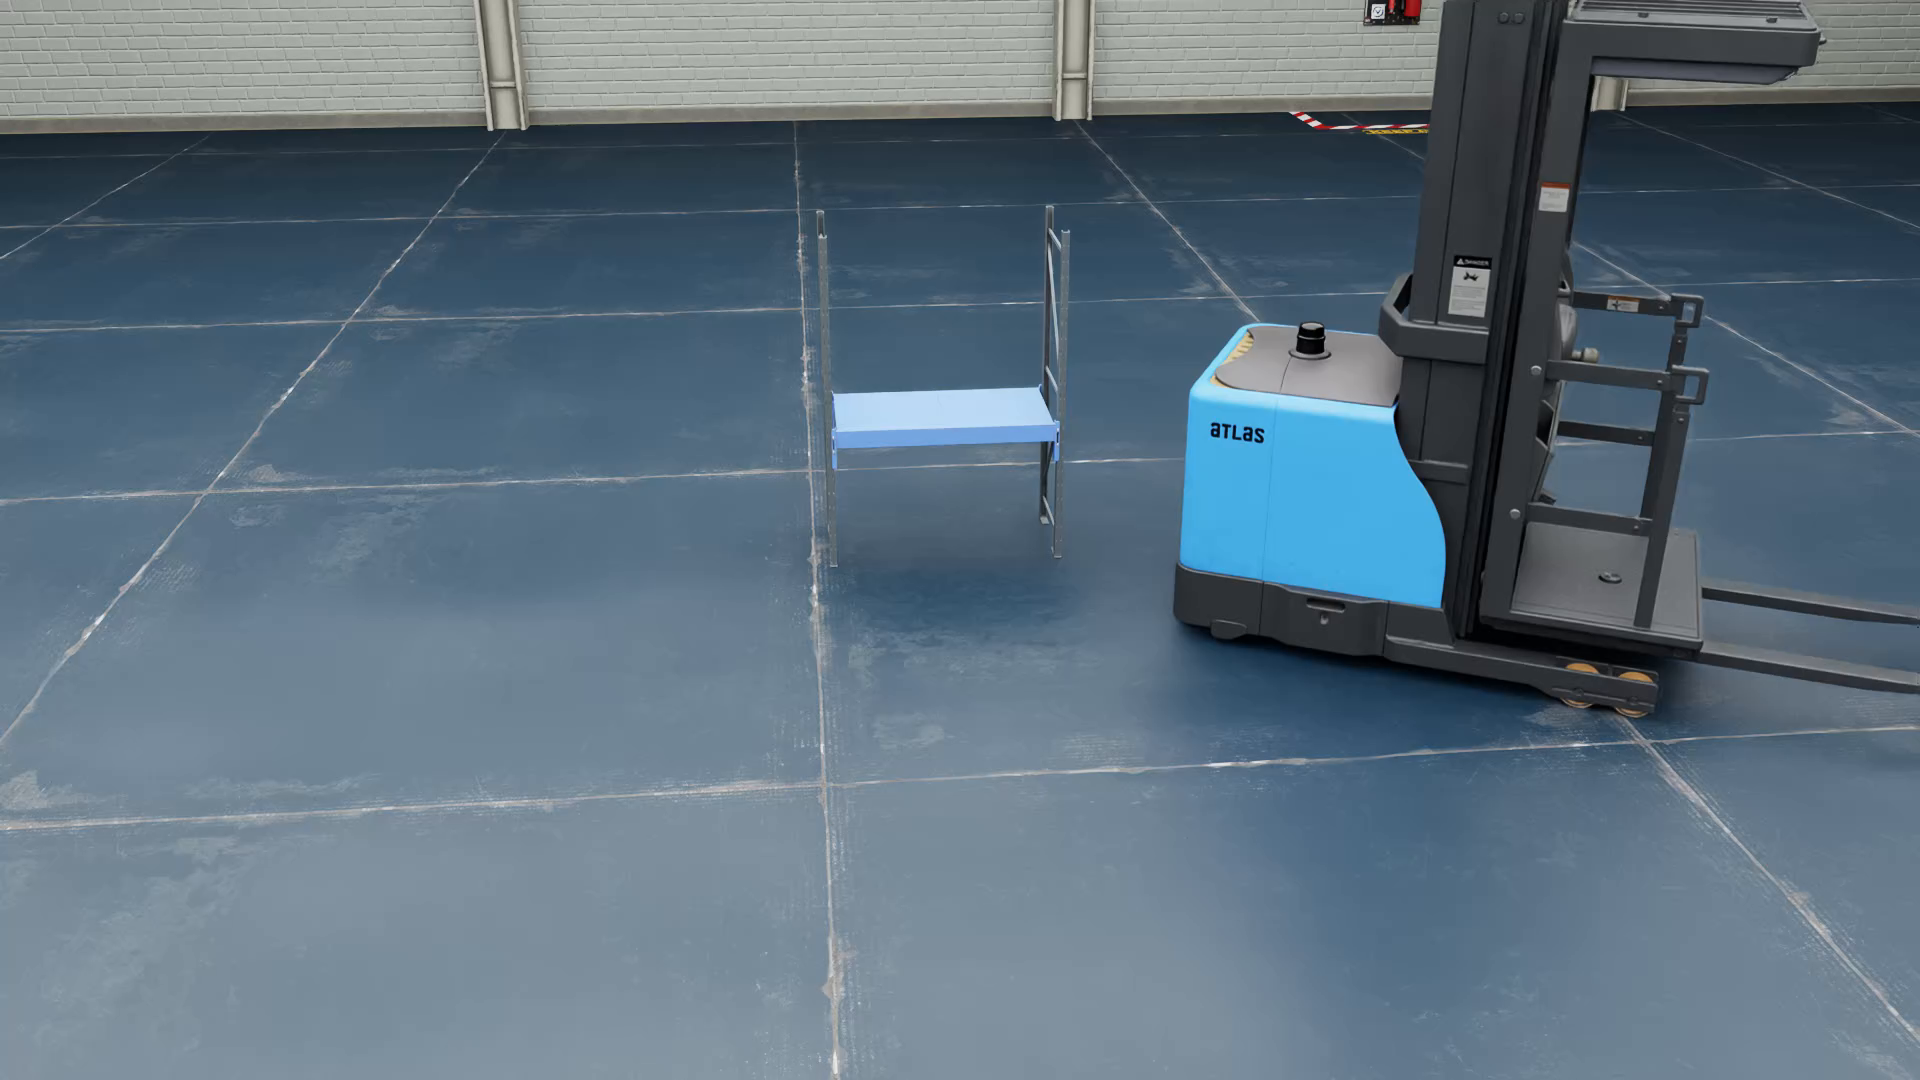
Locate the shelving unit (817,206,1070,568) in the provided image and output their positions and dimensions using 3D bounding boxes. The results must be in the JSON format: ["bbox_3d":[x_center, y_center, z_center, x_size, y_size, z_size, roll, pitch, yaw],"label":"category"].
[{"bbox_3d":[-0.085,-0.682,7.438,1.048,1.500,0.538,-2,24,-5],"label":"shelving unit"}]

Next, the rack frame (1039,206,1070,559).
[{"bbox_3d":[0.421,-0.702,7.483,0.032,1.500,0.500,-2,24,-5],"label":"rack frame"}]

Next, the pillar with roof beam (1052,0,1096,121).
[{"bbox_3d":[1.638,-6.963,12.336,0.400,9.000,9.100,-2,24,-5],"label":"pillar with roof beam"}]

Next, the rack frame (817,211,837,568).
[{"bbox_3d":[-0.591,-0.662,7.392,0.032,1.500,0.500,-2,24,-5],"label":"rack frame"}]

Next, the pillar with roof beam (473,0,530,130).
[{"bbox_3d":[-4.333,-6.723,11.797,0.400,9.000,9.100,-2,24,-5],"label":"pillar with roof beam"}]

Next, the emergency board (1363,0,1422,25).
[{"bbox_3d":[4.723,-6.118,17.821,0.643,1.169,0.194,-2,24,-5],"label":"emergency board"}]

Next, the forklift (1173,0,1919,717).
[{"bbox_3d":[2.453,-0.918,6.206,3.031,2.935,1.130,9,26,19],"label":"forklift"}]

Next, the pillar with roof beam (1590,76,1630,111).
[{"bbox_3d":[7.609,-7.203,12.875,0.400,9.000,9.100,-2,24,-5],"label":"pillar with roof beam"}]

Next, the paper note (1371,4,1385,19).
[{"bbox_3d":[4.540,-5.736,18.047,0.142,0.148,0.016,-2,24,-5],"label":"paper note"}]

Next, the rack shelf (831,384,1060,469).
[{"bbox_3d":[-0.085,-0.518,7.511,1.000,0.185,0.538,-2,24,-5],"label":"rack shelf"}]
